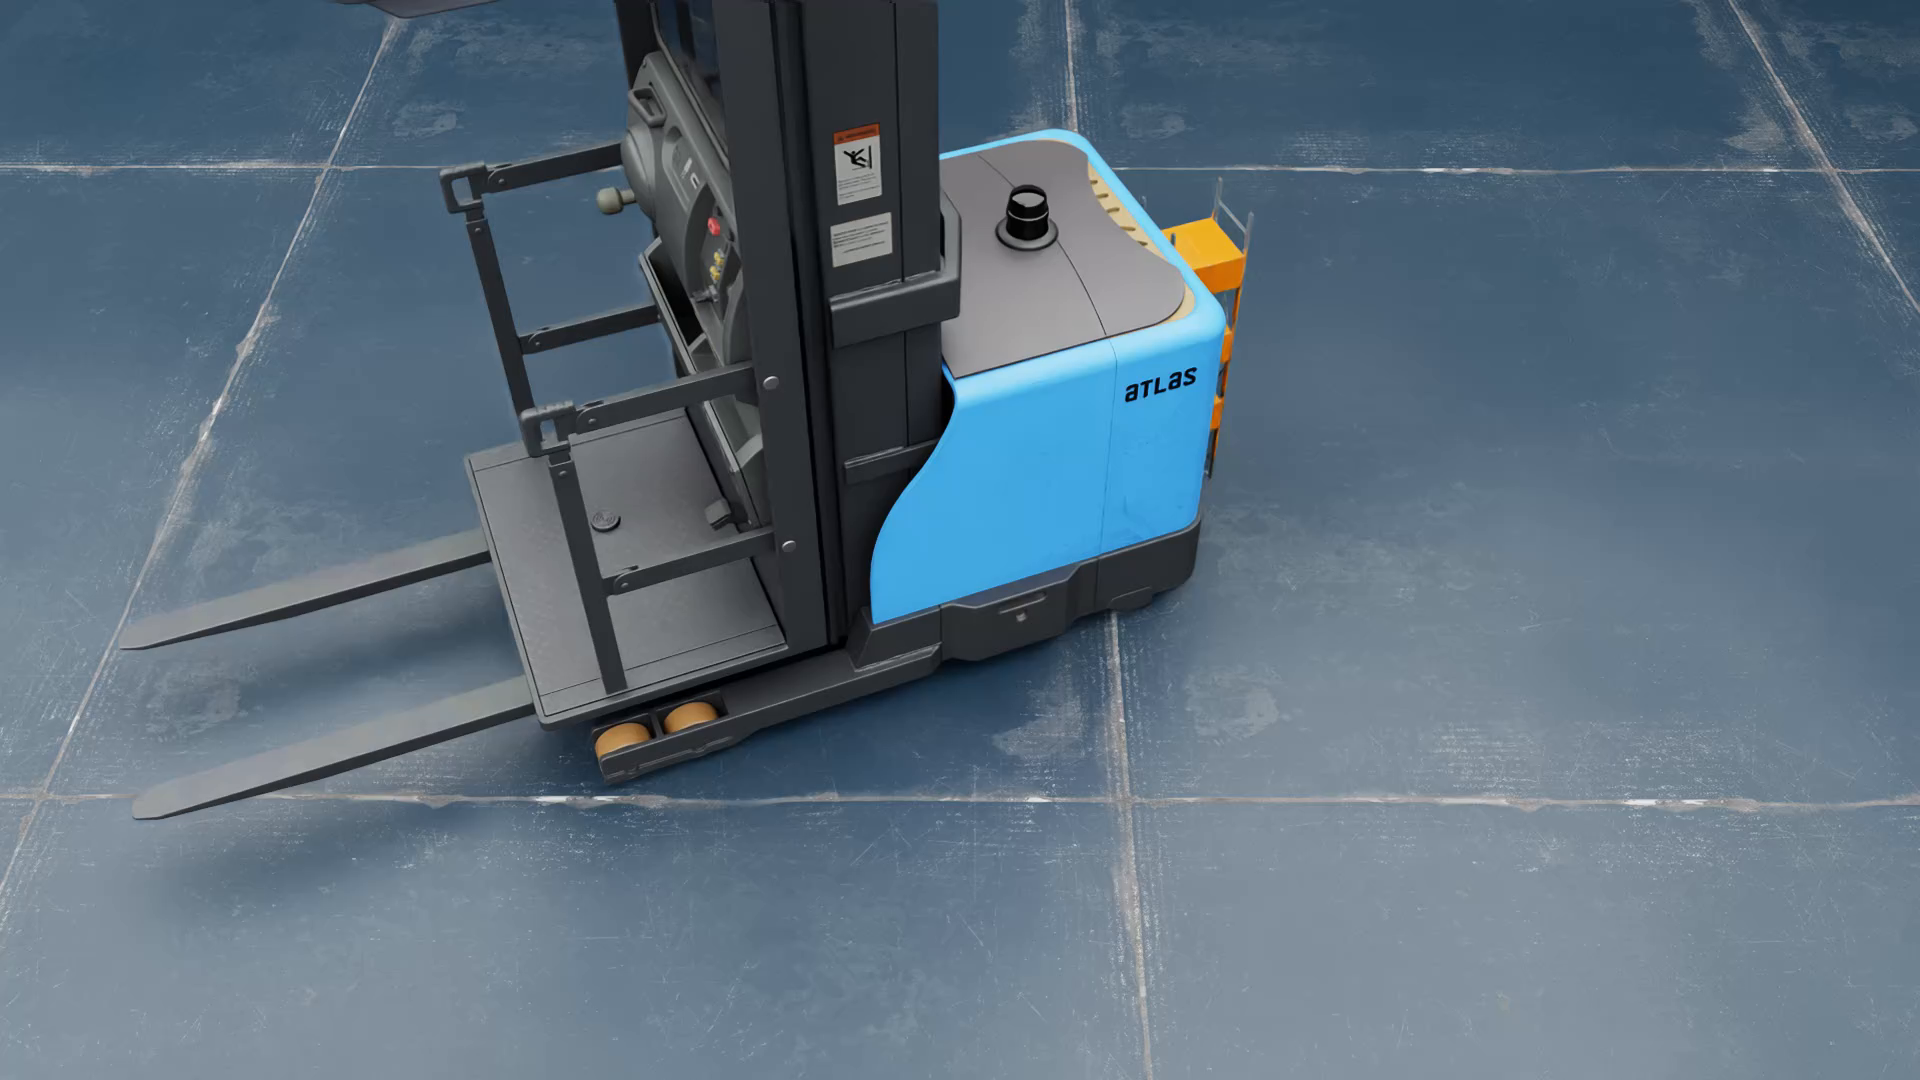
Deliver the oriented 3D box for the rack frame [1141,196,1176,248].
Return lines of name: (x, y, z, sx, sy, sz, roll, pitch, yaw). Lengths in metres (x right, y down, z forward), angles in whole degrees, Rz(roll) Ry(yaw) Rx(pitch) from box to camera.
rack frame: (0.558, -0.553, 5.048, 0.008, 1.050, 0.200, -17, 49, -15)

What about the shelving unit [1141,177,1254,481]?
shelving unit: (0.671, -0.587, 5.079, 0.252, 1.050, 0.215, -17, 49, -15)

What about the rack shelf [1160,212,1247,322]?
rack shelf: (0.671, -0.773, 4.879, 0.240, 0.259, 0.215, -17, 49, -15)

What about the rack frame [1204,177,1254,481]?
rack frame: (0.784, -0.621, 5.110, 0.008, 1.050, 0.200, -17, 49, -15)

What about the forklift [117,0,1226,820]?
forklift: (-0.852, -0.773, 3.967, 3.031, 2.935, 1.130, -17, 49, -15)

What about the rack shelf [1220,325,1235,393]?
rack shelf: (0.671, -0.580, 5.087, 0.240, 0.259, 0.215, -17, 49, -15)

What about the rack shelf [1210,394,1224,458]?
rack shelf: (0.671, -0.390, 5.290, 0.240, 0.259, 0.215, -17, 49, -15)
